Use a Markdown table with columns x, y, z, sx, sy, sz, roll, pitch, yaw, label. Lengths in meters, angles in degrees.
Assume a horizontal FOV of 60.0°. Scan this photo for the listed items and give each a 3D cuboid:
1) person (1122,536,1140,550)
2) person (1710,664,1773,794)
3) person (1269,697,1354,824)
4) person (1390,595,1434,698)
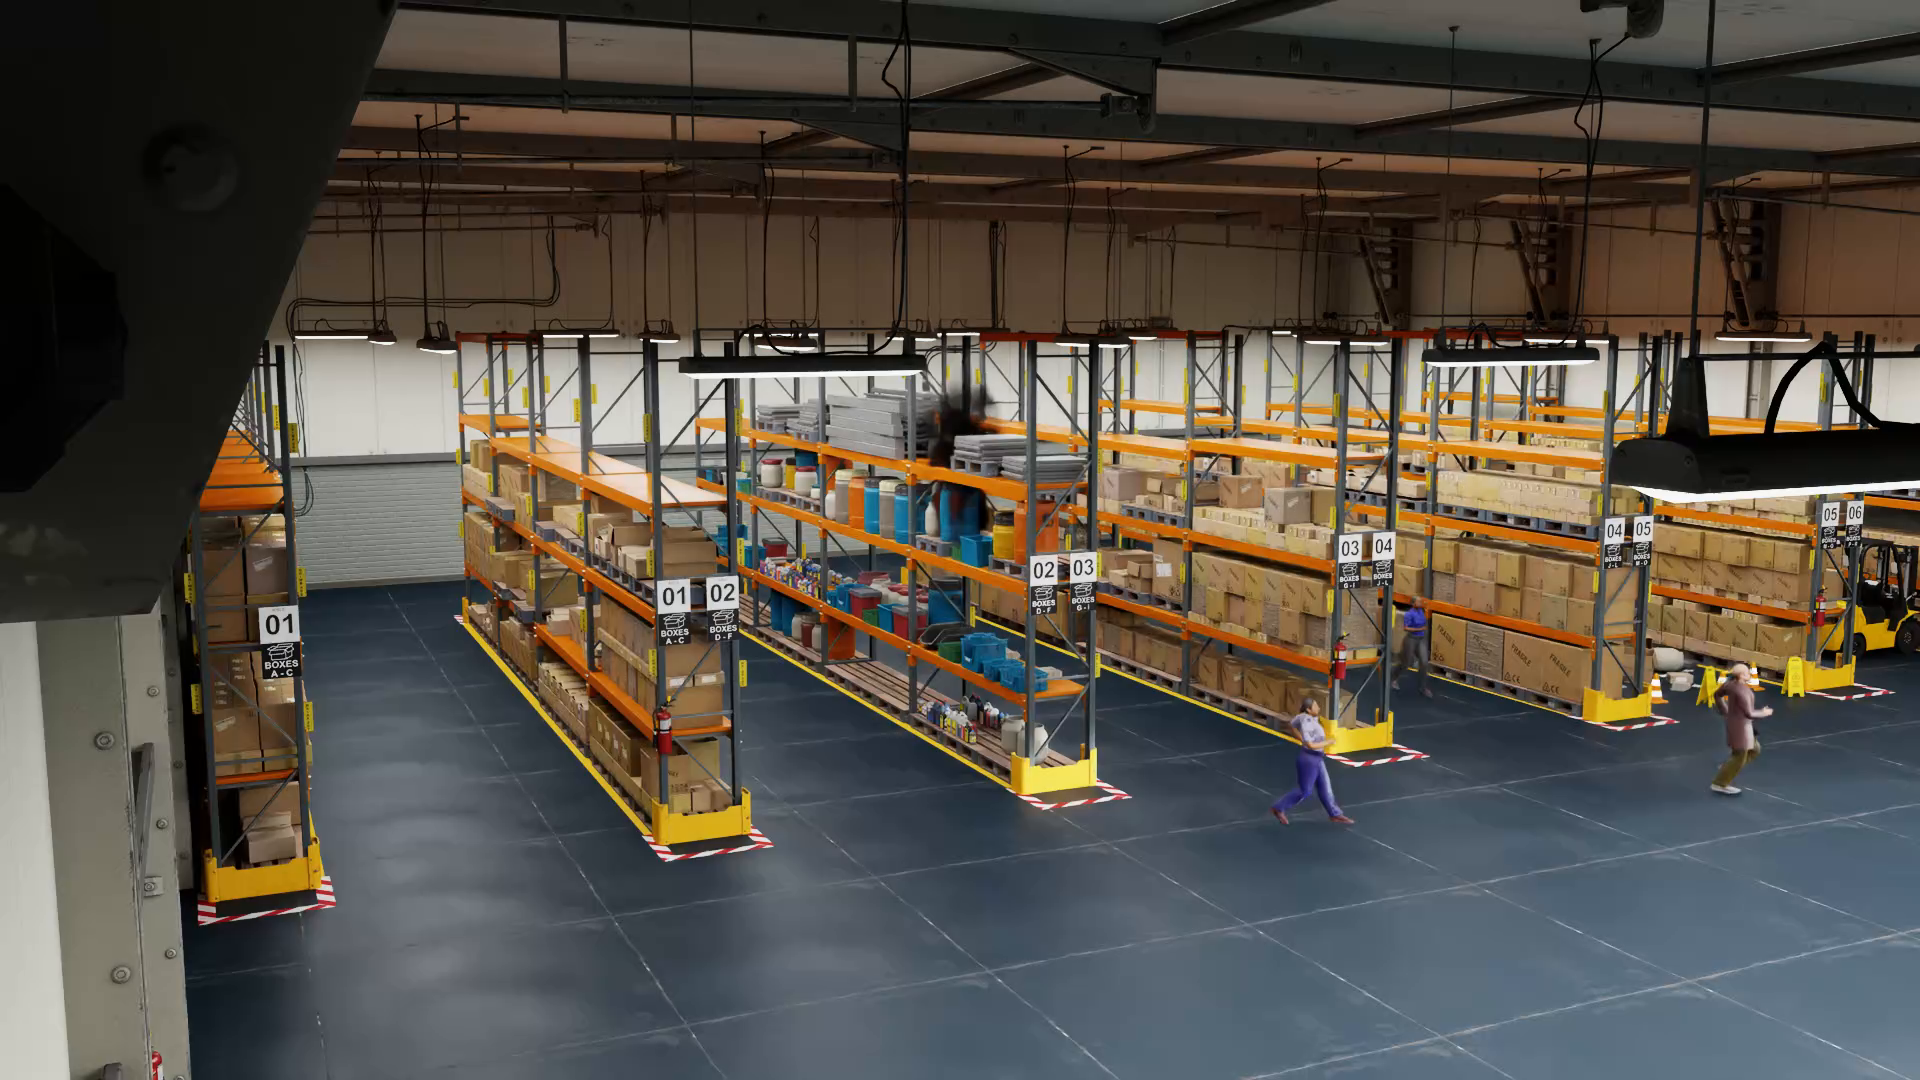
| x | y | z | sx | sy | sz | roll | pitch | yaw | label |
| --- | --- | --- | --- | --- | --- | --- | --- | --- | --- |
| 4.368 | -0.153 | 41.760 | 0.613 | 1.730 | 0.710 | 2 | 8 | 15 | person |
| 10.358 | 2.500 | 22.023 | 0.722 | 1.751 | 0.703 | 2 | 8 | 12 | person |
| 4.370 | 2.730 | 20.568 | 1.037 | 1.602 | 0.613 | 2 | 8 | 12 | person |
| 7.580 | 1.747 | 27.862 | 0.595 | 1.685 | 0.870 | -5 | 9 | -32 | person |
